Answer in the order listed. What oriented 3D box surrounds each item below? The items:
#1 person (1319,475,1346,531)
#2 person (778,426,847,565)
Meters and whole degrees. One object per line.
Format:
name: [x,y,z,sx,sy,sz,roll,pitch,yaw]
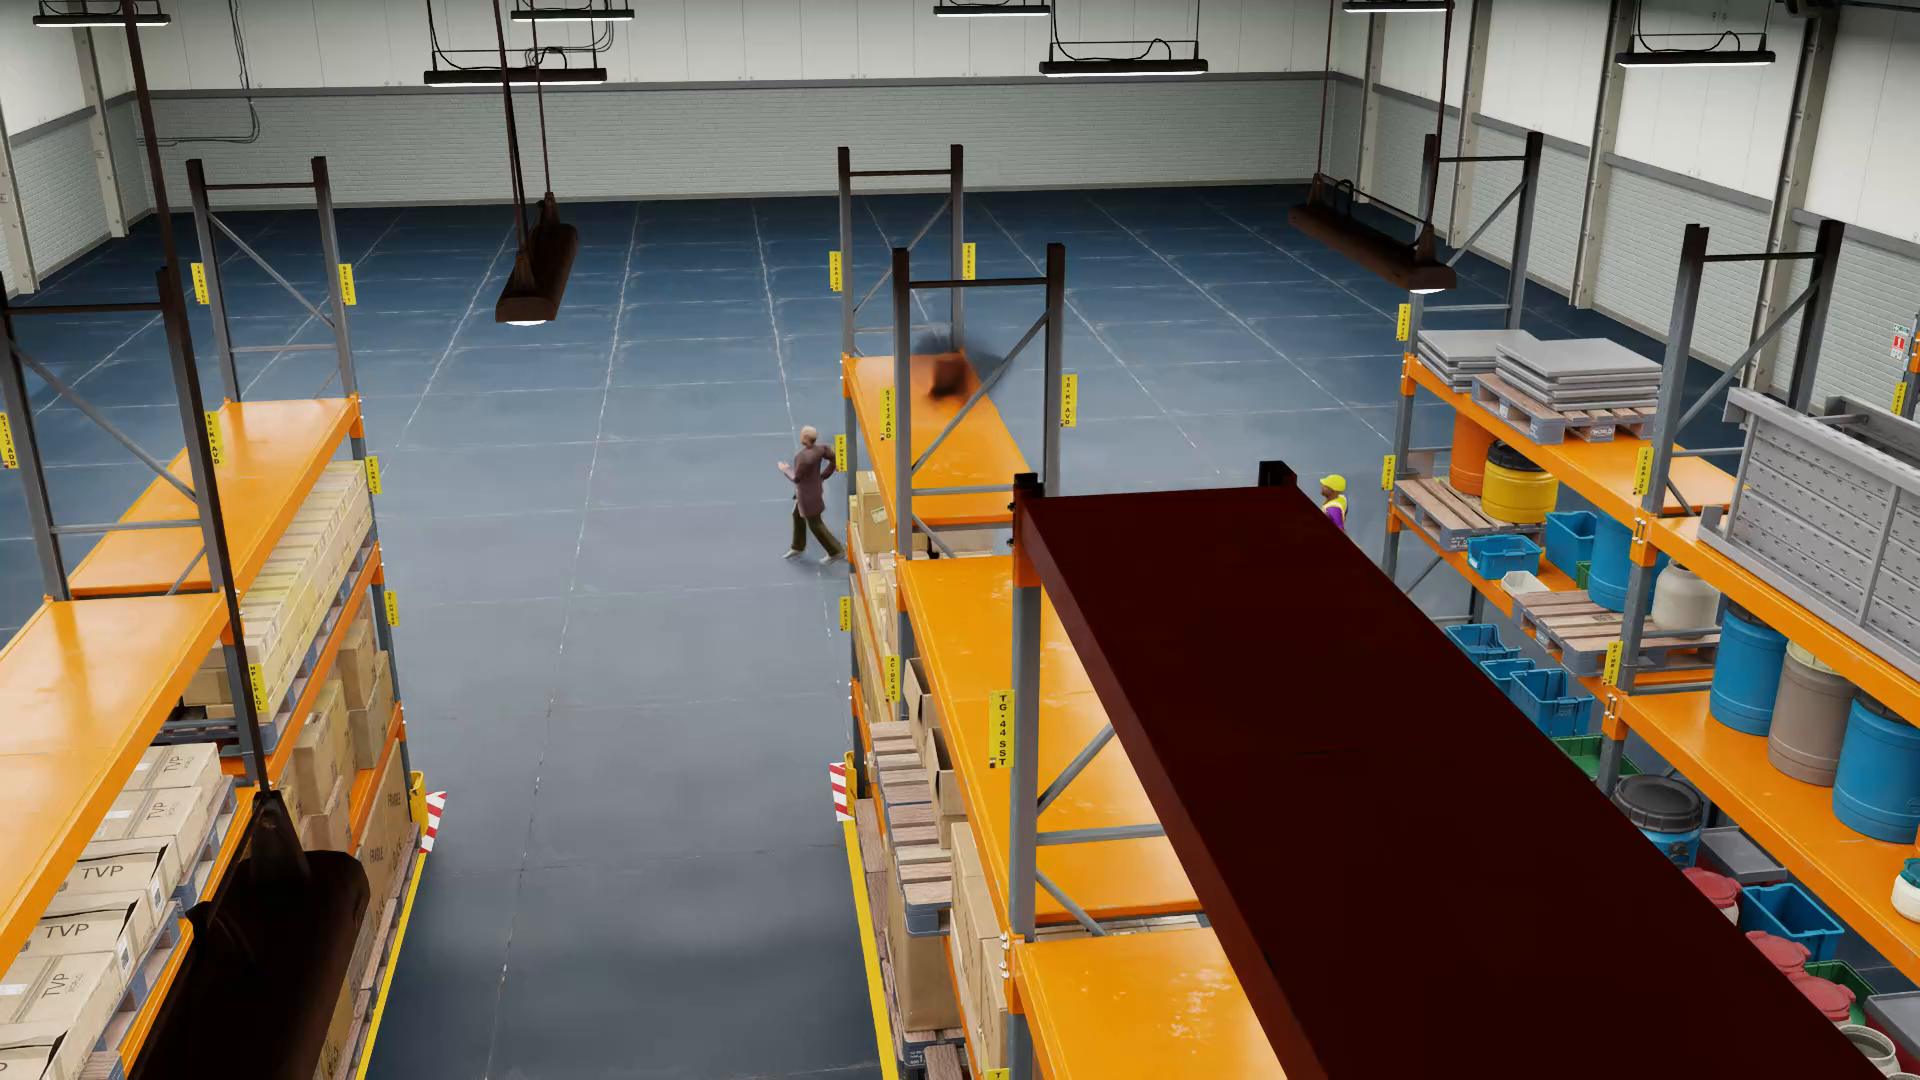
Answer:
person: [4.257,0.033,19.155,0.543,1.658,0.702,6,22,16]
person: [-1.843,-0.530,20.536,0.902,1.831,0.649,5,22,13]
